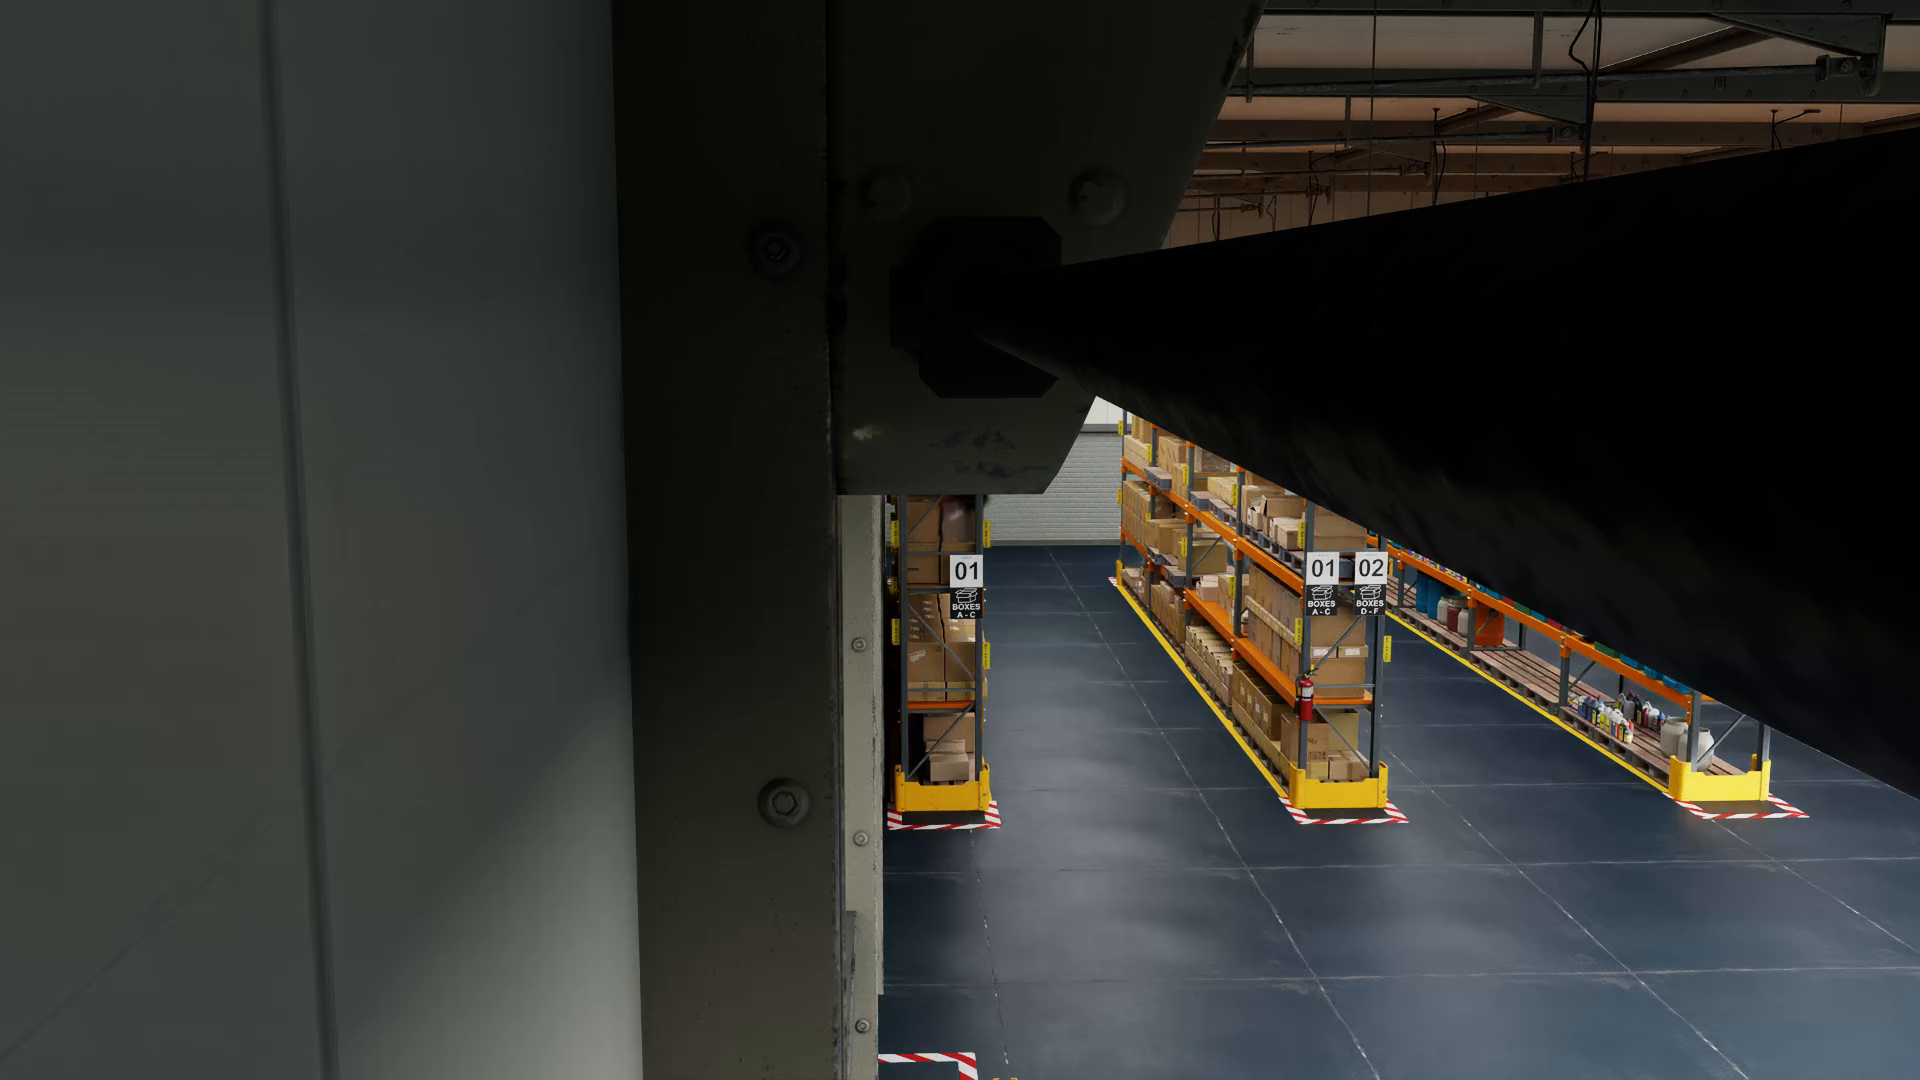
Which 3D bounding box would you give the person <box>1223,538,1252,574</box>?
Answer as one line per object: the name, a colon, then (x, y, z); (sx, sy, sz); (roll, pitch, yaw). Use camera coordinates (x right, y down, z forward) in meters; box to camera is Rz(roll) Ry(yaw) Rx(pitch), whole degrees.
person: (5.957, 0.245, 35.538); (0.701, 1.744, 0.694); (-2, 9, -13)
